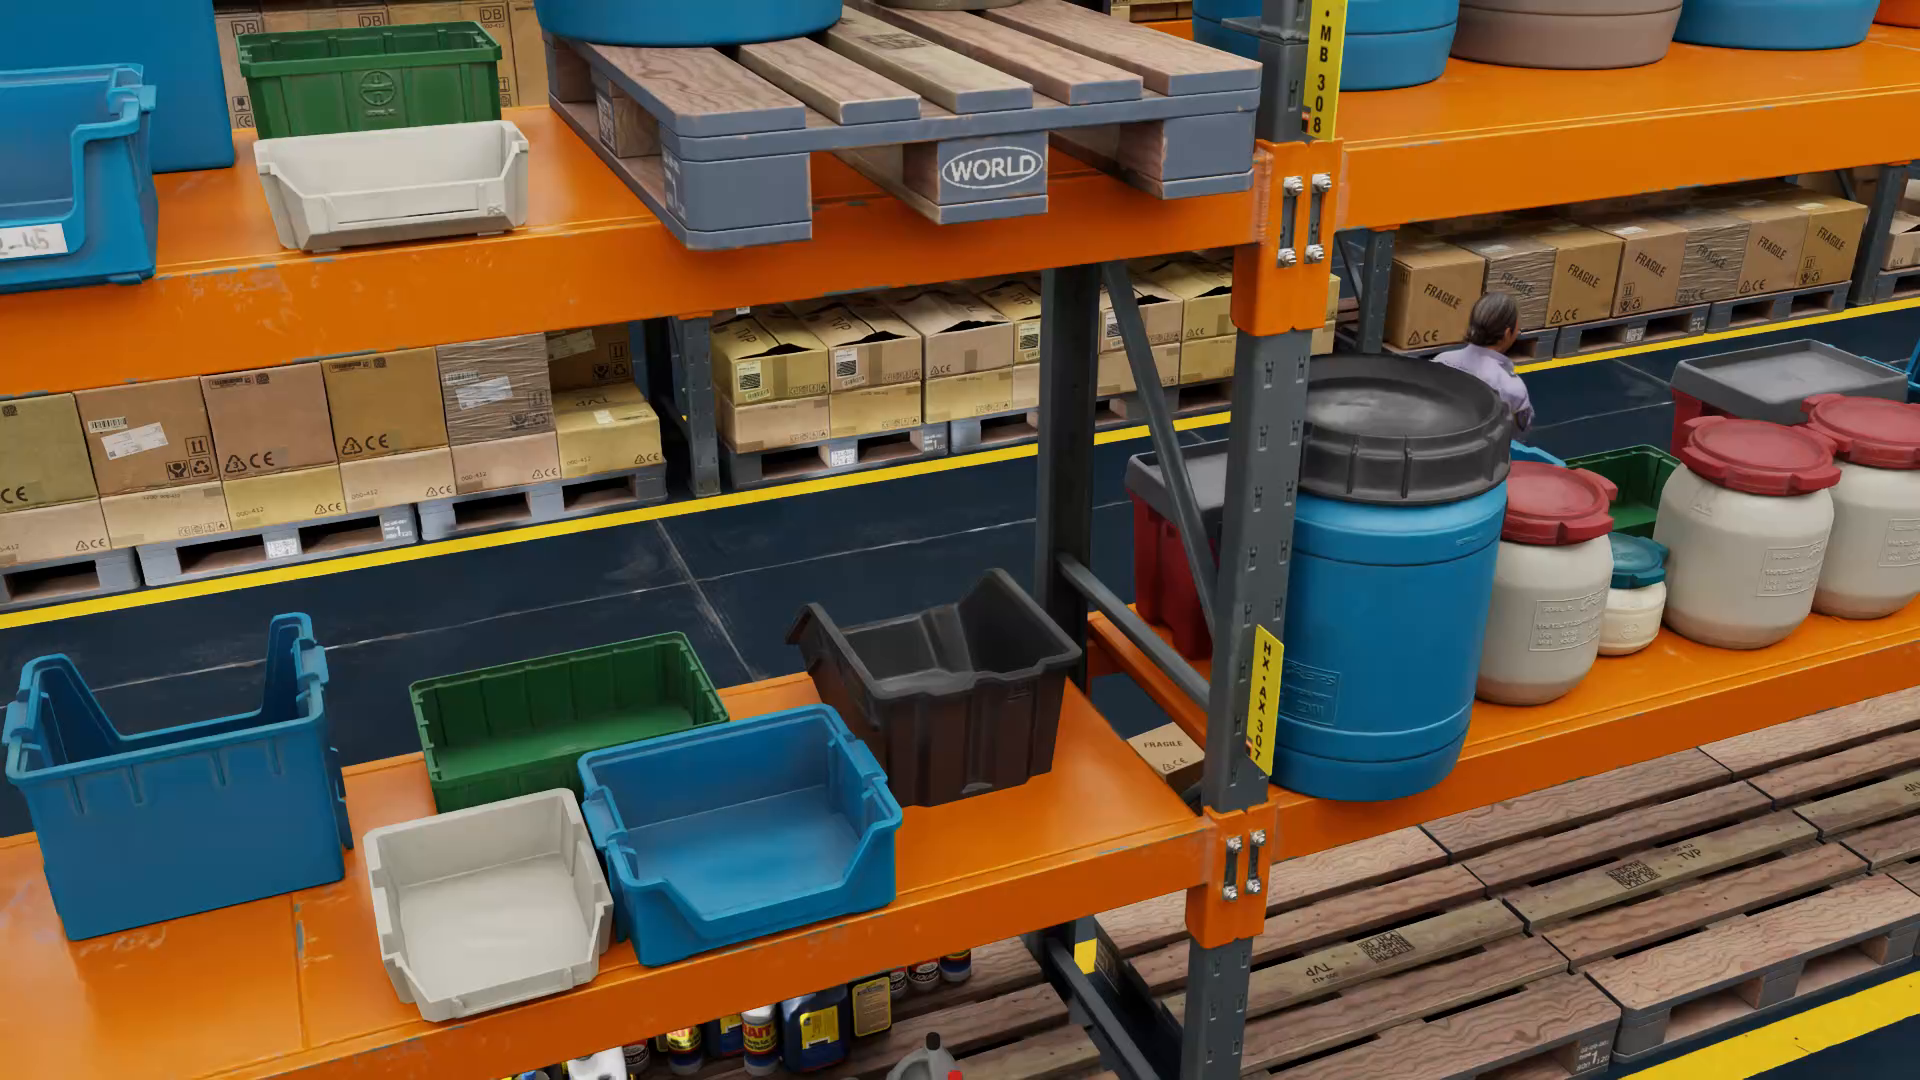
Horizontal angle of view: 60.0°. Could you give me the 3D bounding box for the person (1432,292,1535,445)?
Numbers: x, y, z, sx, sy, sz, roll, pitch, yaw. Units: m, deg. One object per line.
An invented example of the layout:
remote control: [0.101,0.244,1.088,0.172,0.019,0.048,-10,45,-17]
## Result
person: [1.947,-0.178,6.506,1.012,1.576,0.483,-9,28,-18]
